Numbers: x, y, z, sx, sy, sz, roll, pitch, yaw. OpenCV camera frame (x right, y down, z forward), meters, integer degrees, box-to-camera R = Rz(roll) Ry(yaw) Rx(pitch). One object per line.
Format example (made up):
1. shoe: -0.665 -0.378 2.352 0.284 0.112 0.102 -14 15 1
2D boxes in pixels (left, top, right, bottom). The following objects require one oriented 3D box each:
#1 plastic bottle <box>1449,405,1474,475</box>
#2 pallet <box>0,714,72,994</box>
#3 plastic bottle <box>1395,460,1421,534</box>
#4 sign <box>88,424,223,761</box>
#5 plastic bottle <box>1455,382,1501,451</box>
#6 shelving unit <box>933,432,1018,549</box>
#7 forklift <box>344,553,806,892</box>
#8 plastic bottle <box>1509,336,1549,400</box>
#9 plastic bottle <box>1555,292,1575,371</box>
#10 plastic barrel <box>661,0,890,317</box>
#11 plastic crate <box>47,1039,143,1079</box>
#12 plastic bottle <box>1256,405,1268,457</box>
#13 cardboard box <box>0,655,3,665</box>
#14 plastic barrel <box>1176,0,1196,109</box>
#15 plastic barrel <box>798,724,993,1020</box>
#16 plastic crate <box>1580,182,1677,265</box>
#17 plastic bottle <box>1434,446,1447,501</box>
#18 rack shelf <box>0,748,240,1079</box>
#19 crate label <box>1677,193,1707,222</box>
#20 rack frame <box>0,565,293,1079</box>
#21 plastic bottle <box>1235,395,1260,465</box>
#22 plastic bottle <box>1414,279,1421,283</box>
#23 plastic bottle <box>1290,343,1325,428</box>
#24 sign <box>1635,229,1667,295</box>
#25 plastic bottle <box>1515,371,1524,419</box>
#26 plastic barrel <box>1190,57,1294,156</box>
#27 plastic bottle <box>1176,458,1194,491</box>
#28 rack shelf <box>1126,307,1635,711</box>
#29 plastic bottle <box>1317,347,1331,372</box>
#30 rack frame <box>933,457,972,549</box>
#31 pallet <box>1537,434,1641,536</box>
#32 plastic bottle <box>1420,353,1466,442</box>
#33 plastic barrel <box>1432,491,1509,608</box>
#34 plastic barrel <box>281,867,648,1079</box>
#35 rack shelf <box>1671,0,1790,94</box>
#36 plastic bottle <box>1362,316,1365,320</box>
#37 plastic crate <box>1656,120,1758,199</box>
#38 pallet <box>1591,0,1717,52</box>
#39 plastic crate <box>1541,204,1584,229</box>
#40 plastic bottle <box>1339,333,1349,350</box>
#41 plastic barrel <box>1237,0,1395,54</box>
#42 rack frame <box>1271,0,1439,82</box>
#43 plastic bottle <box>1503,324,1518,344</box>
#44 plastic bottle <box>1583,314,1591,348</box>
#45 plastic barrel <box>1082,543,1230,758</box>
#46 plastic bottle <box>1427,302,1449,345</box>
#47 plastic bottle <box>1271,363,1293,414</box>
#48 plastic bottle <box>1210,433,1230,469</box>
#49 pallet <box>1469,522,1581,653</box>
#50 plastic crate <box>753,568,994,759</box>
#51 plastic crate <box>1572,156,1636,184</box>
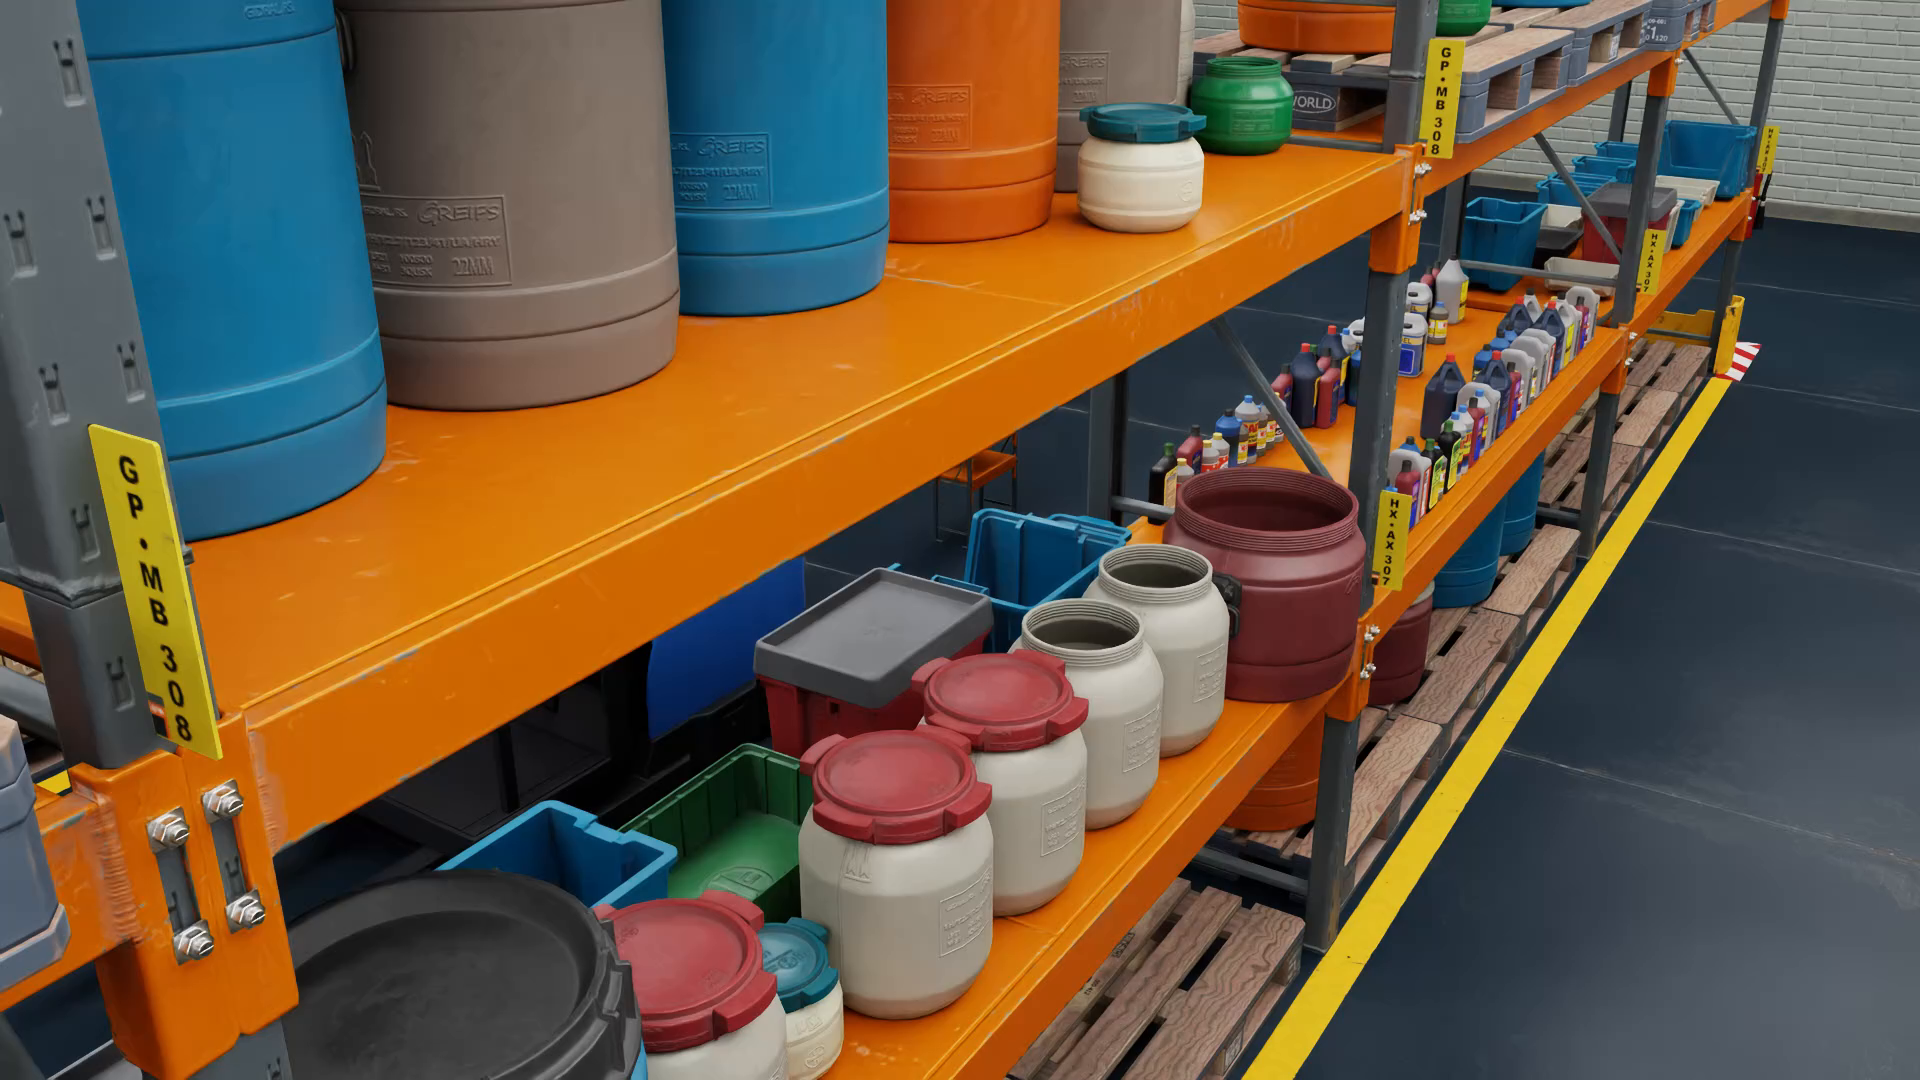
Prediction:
1. plastic bottle: 1.968 -0.399 6.559 0.097 0.271 0.097 0 23 0
2. pallet: -1.514 0.289 1.268 1.213 0.211 1.003 14 27 29
3. plastic bottle: 1.609 -0.161 5.993 0.061 0.283 0.133 14 27 29
4. sign: -0.755 0.053 1.564 0.100 0.325 0.005 14 27 29
5. plastic bottle: 2.128 -0.524 6.842 0.152 0.276 0.135 14 27 29
6. shelving unit: 0.087 -0.606 9.141 0.258 1.200 0.503 14 27 29
7. forklift: -1.903 -0.227 6.085 1.130 2.935 3.031 15 28 31
8. plastic bottle: 2.541 -0.788 7.452 0.152 0.276 0.135 14 27 29
9. plastic bottle: 2.797 -0.984 7.808 0.144 0.351 0.185 14 27 29
10. plastic barrel: -0.443 -0.950 3.262 0.600 0.901 0.708 14 27 29
11. plastic crate: -1.221 1.058 2.949 0.402 0.464 0.583 14 27 29
12. plastic bottle: 1.199 -0.447 6.757 0.097 0.201 0.097 0 23 0
13. cardboard box: -4.183 0.481 6.589 0.500 0.311 0.500 15 27 30
14. plastic barrel: 0.469 -1.422 4.843 0.421 0.512 0.421 0 23 0
15. plastic barrel: -0.138 0.728 3.621 0.433 0.535 0.433 0 23 0
16. plastic crate: 3.688 -1.691 9.224 0.402 0.464 0.583 14 27 29
17. plastic bottle: 1.795 -0.257 6.317 0.097 0.201 0.097 0 23 0
18. rack shelf: -2.271 0.944 0.424 1.077 0.370 4.000 14 27 29
19. crate label: 4.546 -2.134 10.661 0.396 0.136 0.243 14 27 29
20. rack frame: -1.216 1.315 2.436 1.000 3.000 0.127 14 27 29
21. plastic bottle: 1.148 -0.446 6.667 0.097 0.271 0.097 0 23 0
22. plastic bottle: 2.281 -1.171 8.341 0.097 0.271 0.097 0 23 0
23. plastic bottle: 1.467 -0.669 7.082 0.144 0.351 0.185 14 27 29
24. sign: 3.470 -1.396 8.351 0.100 0.325 0.005 14 27 29
25. plastic bottle: 2.380 -0.631 7.182 0.097 0.201 0.097 0 23 0
26. plastic barrel: 0.807 -1.246 4.773 0.294 0.245 0.294 0 23 0
27. plastic bottle: 0.821 -0.205 6.197 0.097 0.201 0.097 0 23 0
28. rack shelf: 1.949 -0.380 7.257 1.077 0.370 4.000 14 27 29
29. plastic bottle: 1.567 -0.688 7.210 0.061 0.283 0.133 14 27 29
30. rack frame: -0.041 -0.524 8.950 0.240 1.200 0.015 14 27 29
31. pallet: 3.358 -0.362 9.820 1.003 0.211 1.213 14 27 29
32. plastic bottle: 2.015 -0.598 6.918 0.144 0.351 0.185 14 27 29
33. plastic barrel: 2.329 -0.196 8.039 0.600 0.901 0.708 14 27 29
34. plastic barrel: -0.755 1.018 2.491 0.600 0.901 0.708 14 27 29
35. rack shelf: 4.059 -3.106 9.780 1.077 0.370 4.000 14 27 29
36. plastic bottle: 1.947 -0.939 7.800 0.152 0.276 0.135 14 27 29
37. plastic crate: 5.096 -2.627 11.422 0.616 0.435 0.499 14 27 29
38. pallet: 2.673 -2.390 7.457 1.213 0.211 1.003 14 27 29
39. plastic crate: 3.667 -1.942 10.217 0.293 0.136 0.466 14 27 29
40. plastic bottle: 1.689 -0.792 7.467 0.097 0.271 0.097 0 23 0
41. plastic barrel: 1.196 -1.992 5.231 0.600 0.830 0.708 14 27 29
42. rack frame: 0.894 -2.788 4.363 1.000 3.000 0.127 14 27 29
43. plastic bottle: 2.496 -0.851 7.603 0.097 0.271 0.097 0 23 0
44. plastic bottle: 3.032 -1.048 8.146 0.097 0.201 0.097 0 23 0
45. plastic barrel: 0.532 0.306 4.627 0.421 0.512 0.421 0 23 0
46. plastic bottle: 2.358 -1.074 8.205 0.097 0.201 0.097 0 23 0
47. plastic bottle: 1.347 -0.593 6.991 0.061 0.283 0.133 14 27 29
48. plastic bottle: 0.994 -0.316 6.453 0.097 0.201 0.097 0 23 0
49. pallet: 2.561 0.146 8.646 1.003 0.211 1.213 14 27 29
50. plastic crate: -0.219 0.417 4.431 0.402 0.464 0.583 14 27 29
51. plastic crate: 4.356 -2.449 11.267 0.416 0.233 0.300 14 27 29
